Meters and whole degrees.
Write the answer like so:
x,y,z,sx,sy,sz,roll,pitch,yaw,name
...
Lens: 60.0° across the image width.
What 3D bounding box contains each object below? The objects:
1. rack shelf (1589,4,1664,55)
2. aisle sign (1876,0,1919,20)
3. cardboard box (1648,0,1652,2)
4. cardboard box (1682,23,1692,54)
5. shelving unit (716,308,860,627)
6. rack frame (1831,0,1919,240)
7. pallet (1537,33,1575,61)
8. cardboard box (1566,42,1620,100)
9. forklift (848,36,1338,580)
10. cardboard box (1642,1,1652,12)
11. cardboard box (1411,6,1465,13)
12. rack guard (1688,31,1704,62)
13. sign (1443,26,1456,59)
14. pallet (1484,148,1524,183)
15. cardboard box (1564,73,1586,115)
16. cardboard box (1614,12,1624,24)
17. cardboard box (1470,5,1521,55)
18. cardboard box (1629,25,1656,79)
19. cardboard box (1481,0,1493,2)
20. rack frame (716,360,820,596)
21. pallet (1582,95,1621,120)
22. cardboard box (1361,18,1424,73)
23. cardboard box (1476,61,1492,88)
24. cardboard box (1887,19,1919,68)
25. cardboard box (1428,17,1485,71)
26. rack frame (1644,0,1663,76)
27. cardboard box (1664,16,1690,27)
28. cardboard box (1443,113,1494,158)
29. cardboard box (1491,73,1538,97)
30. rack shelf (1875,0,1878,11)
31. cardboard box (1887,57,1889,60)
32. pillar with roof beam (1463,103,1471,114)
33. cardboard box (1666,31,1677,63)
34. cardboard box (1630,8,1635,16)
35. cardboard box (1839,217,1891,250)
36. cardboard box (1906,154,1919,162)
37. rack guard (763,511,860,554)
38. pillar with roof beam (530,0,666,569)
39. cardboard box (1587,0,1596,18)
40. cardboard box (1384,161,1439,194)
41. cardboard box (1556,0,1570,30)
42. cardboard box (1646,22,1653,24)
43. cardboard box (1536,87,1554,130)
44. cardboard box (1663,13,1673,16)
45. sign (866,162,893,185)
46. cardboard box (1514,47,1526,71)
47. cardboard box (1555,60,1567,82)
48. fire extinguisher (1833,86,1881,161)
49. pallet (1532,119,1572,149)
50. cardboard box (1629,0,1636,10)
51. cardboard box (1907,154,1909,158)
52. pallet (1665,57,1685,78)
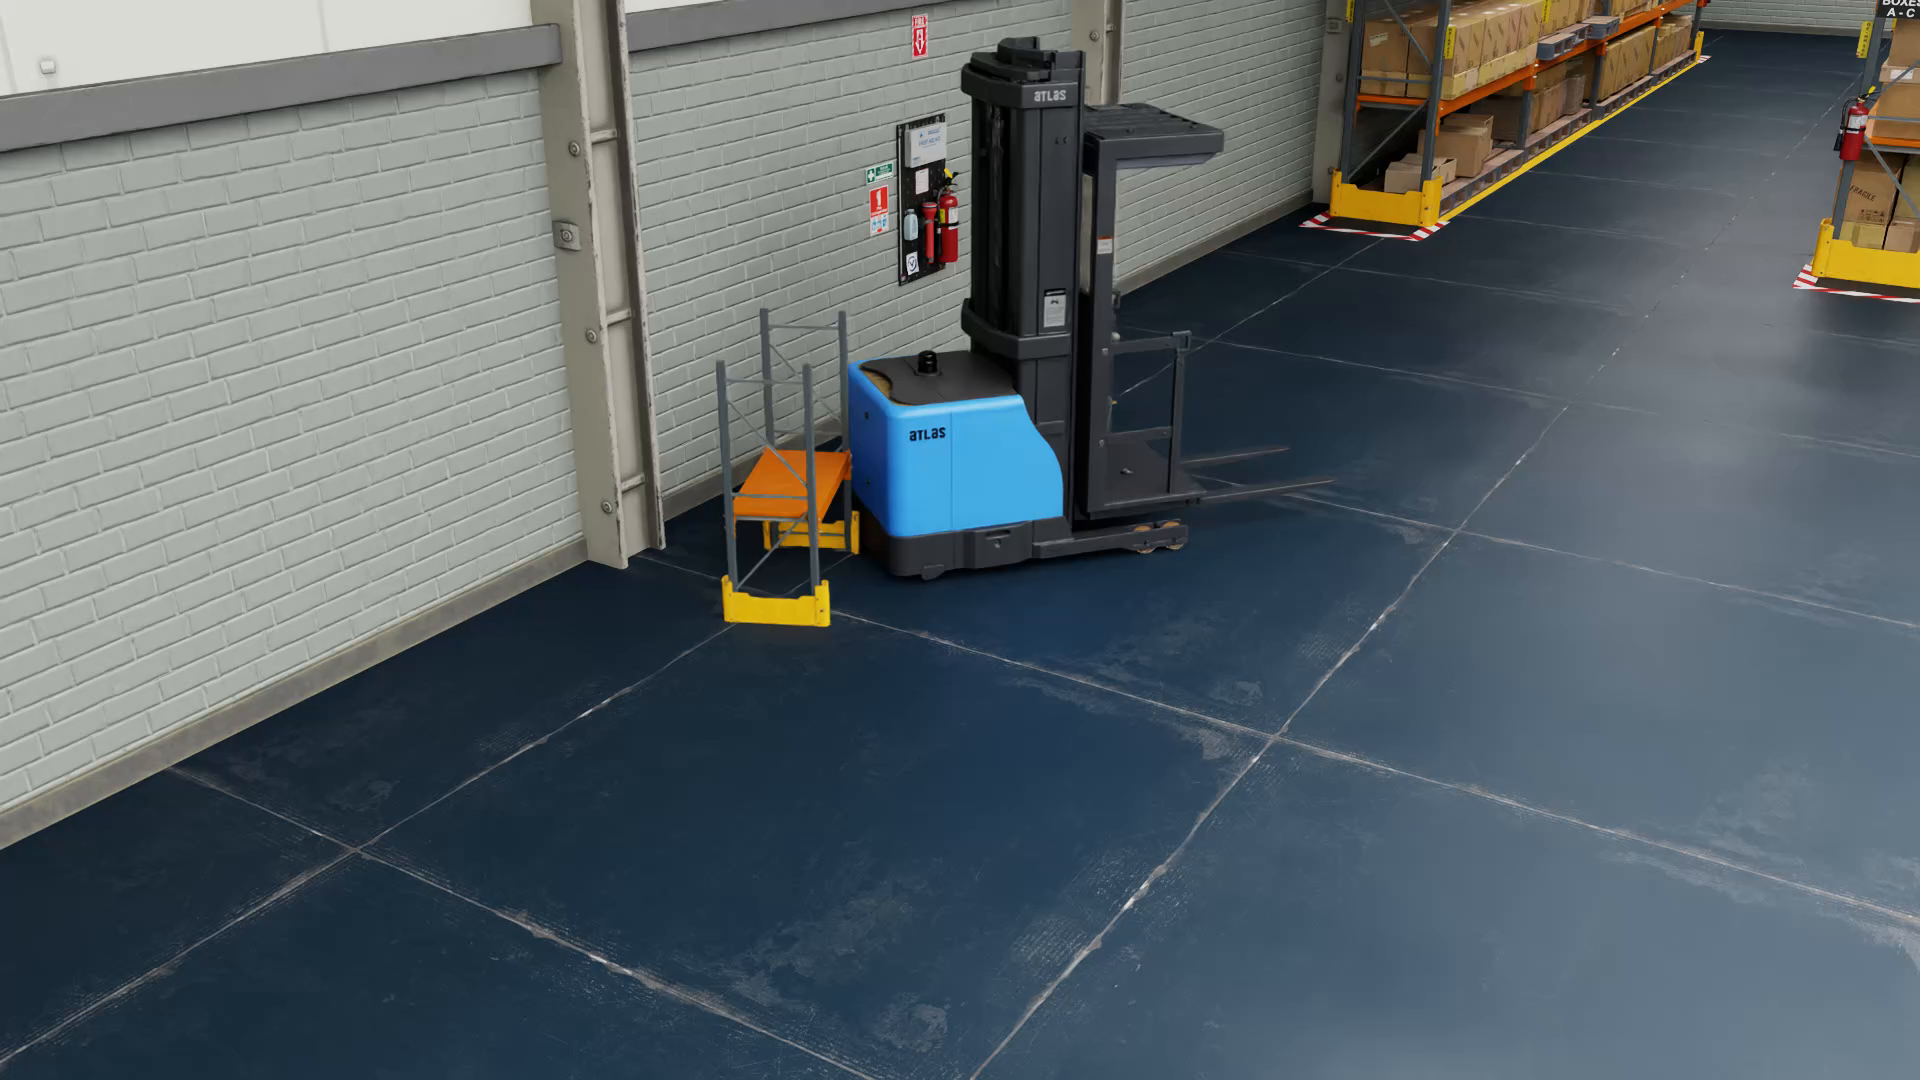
x,y,z,sx,sy,sz,roll,pitch,yaw,name
9.944,-7.979,25.811,1.077,0.370,4.000,14,27,29,rack shelf
8.596,-5.130,15.051,0.394,0.787,0.004,14,27,29,aisle sign
10.709,-8.793,26.260,0.500,0.500,0.500,14,27,29,cardboard box
12.825,-9.123,30.165,0.700,0.500,0.500,14,27,29,cardboard box
-0.956,-0.433,9.363,0.587,1.500,1.083,3,24,6,shelving unit
8.880,-3.897,15.477,1.000,3.000,0.127,14,27,29,rack frame
7.306,-6.423,21.554,1.003,0.211,1.213,14,27,29,pallet
9.389,-7.061,24.962,0.750,0.750,0.750,13,27,28,cardboard box
0.865,-1.451,9.914,3.031,2.935,1.130,-8,25,-17,forklift
10.684,-8.435,26.250,0.380,0.149,0.250,14,27,29,cardboard box
5.546,-5.935,19.404,0.500,0.500,0.500,14,27,30,cardboard box
13.122,-9.195,30.861,1.175,0.500,0.348,14,27,29,rack guard
5.130,-5.218,17.437,0.100,0.325,0.005,14,27,29,sign
6.455,-4.770,21.003,1.003,0.211,1.213,14,27,29,pallet
8.554,-6.435,23.931,0.700,0.500,0.500,14,27,30,cardboard box
9.612,-7.746,24.658,0.380,0.149,0.250,15,27,31,cardboard box
6.259,-6.007,19.569,0.500,0.500,0.500,13,27,27,cardboard box
10.767,-7.944,27.001,0.750,0.750,0.750,14,27,30,cardboard box
6.354,-6.454,20.602,0.500,0.500,0.500,13,27,28,cardboard box
-1.016,-0.229,8.891,0.500,1.500,0.032,3,24,6,rack frame
9.369,-6.605,25.241,1.003,0.211,1.213,14,27,29,pallet
4.737,-5.422,18.219,0.500,0.500,0.500,14,27,28,cardboard box
5.732,-5.321,18.930,0.500,0.250,0.500,13,27,28,cardboard box
9.165,-4.711,15.598,0.700,0.500,0.500,14,27,29,cardboard box
5.446,-5.481,18.356,0.500,0.500,0.500,14,27,29,cardboard box
10.999,-8.984,27.227,1.000,3.000,0.127,14,27,29,rack frame
12.778,-9.252,29.648,0.380,0.149,0.250,15,27,30,cardboard box
6.266,-4.980,20.571,0.500,0.500,0.500,12,26,25,cardboard box
7.383,-6.084,22.177,0.500,0.250,0.500,13,27,28,cardboard box
9.935,-5.619,16.583,1.077,0.370,4.000,14,27,29,rack shelf
9.191,-4.585,16.122,0.380,0.149,0.250,13,27,28,cardboard box
11.126,-9.228,20.238,9.100,9.000,0.400,14,27,29,pillar with roof beam
12.021,-8.602,28.963,0.700,0.500,0.500,15,27,30,cardboard box
10.204,-8.198,25.702,0.380,0.149,0.250,15,27,31,cardboard box
8.912,-3.071,16.501,0.500,0.250,0.500,14,27,29,cardboard box
9.867,-3.647,16.888,0.500,0.500,0.500,14,27,29,cardboard box
-0.899,-0.056,10.065,0.587,0.250,0.087,3,24,6,rack guard
1.631,-3.152,6.205,9.100,9.000,0.400,14,27,29,pillar with roof beam
8.650,-7.721,23.630,0.700,0.500,0.500,11,26,23,cardboard box
5.111,-4.117,18.814,0.500,0.311,0.500,11,26,23,cardboard box
7.698,-7.112,22.224,0.700,0.500,0.500,18,29,36,cardboard box
11.784,-8.903,28.842,0.380,0.149,0.250,14,27,29,cardboard box
7.687,-5.939,22.787,0.700,0.500,0.500,14,27,30,cardboard box
12.721,-9.504,30.230,0.380,0.149,0.250,14,27,29,cardboard box
-0.566,-2.595,11.756,0.001,0.109,0.331,14,27,29,sign
6.517,-5.835,20.116,0.500,0.250,0.500,14,27,29,cardboard box
8.200,-6.600,23.368,0.500,0.250,0.500,14,27,30,cardboard box
8.423,-3.919,15.625,0.296,0.674,0.183,14,27,29,fire extinguisher
7.831,-5.681,23.107,1.003,0.211,1.213,14,27,29,pallet
9.910,-8.278,25.071,0.500,0.500,0.500,14,27,29,cardboard box
9.690,-3.925,17.529,0.500,0.500,0.500,14,27,29,cardboard box
12.110,-8.358,29.291,1.003,0.211,1.213,14,27,29,pallet
